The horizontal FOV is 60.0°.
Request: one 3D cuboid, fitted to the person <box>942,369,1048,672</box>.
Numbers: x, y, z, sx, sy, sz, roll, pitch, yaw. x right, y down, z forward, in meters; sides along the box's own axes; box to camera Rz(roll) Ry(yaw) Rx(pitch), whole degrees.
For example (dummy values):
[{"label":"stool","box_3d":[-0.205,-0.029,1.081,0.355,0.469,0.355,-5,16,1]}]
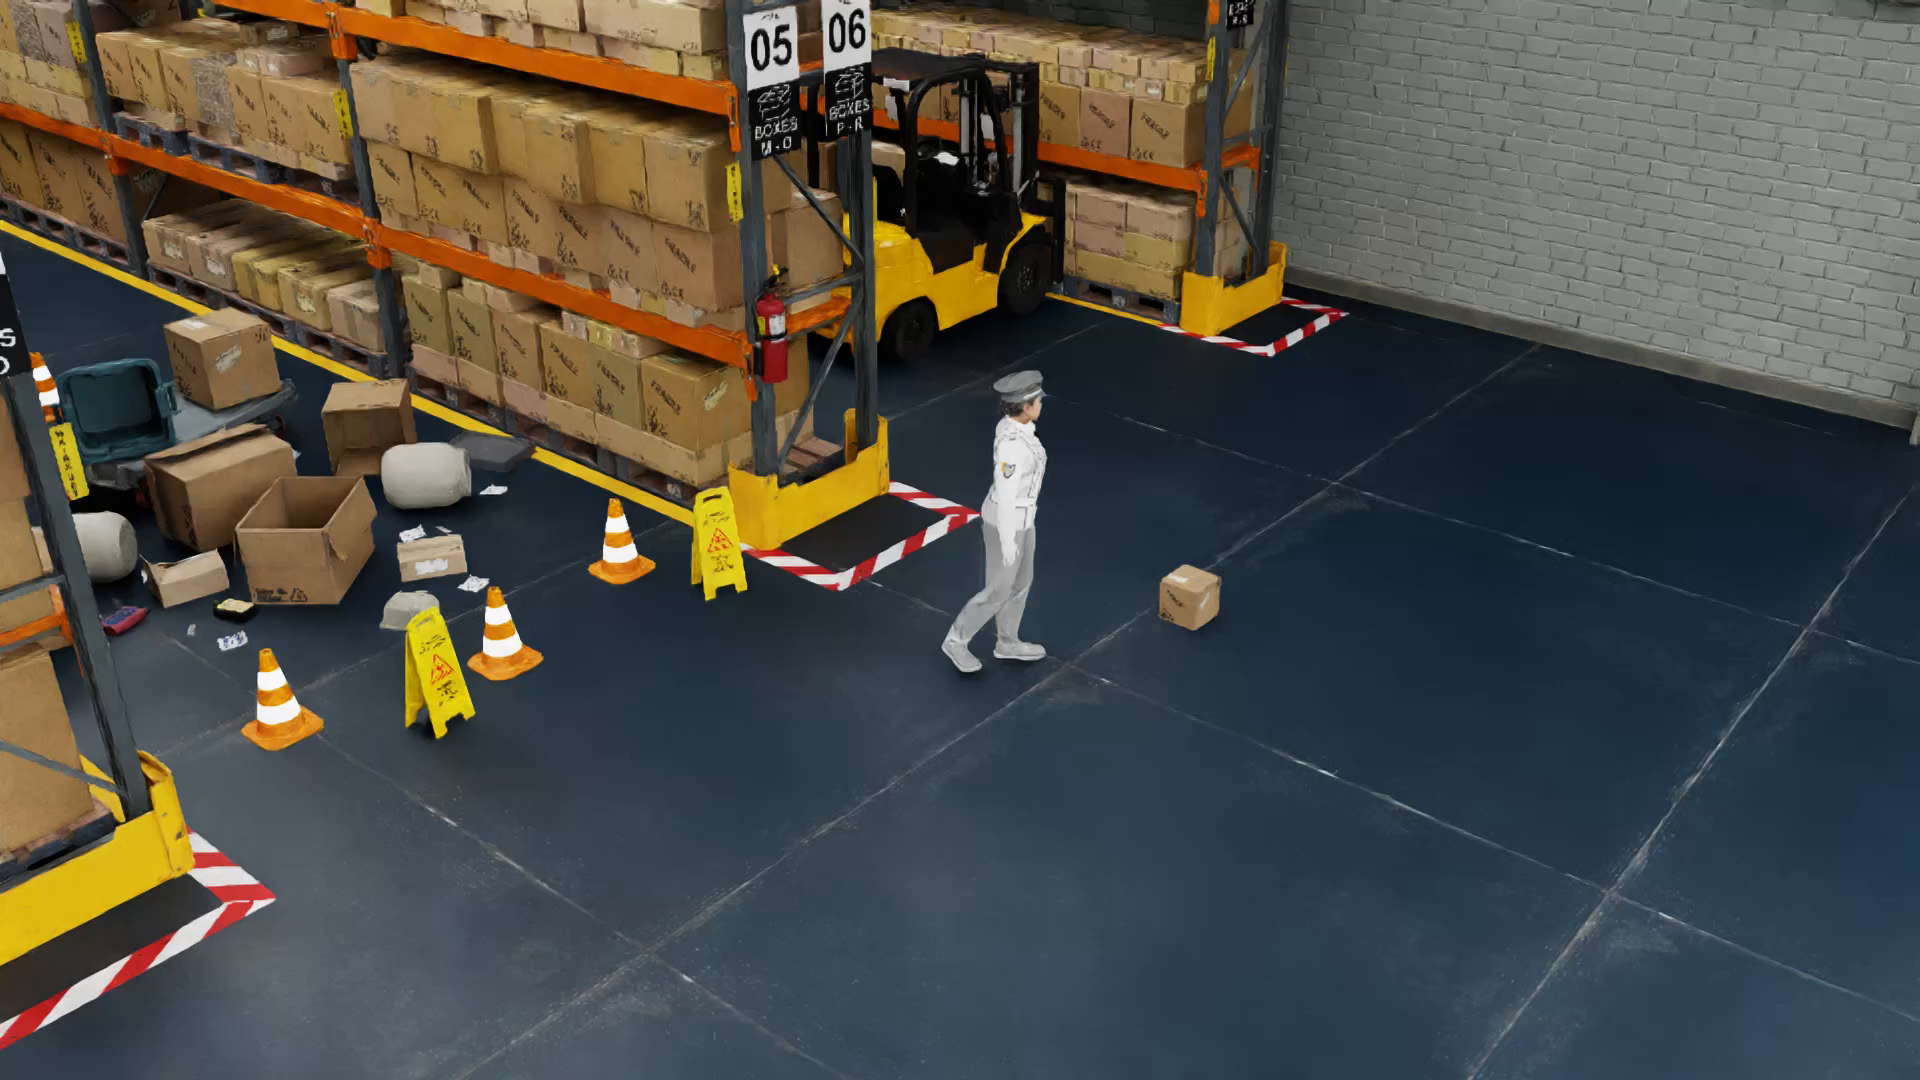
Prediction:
[{"label":"person","box_3d":[0.188,-0.092,8.783,0.561,1.667,0.509,3,28,6]}]
